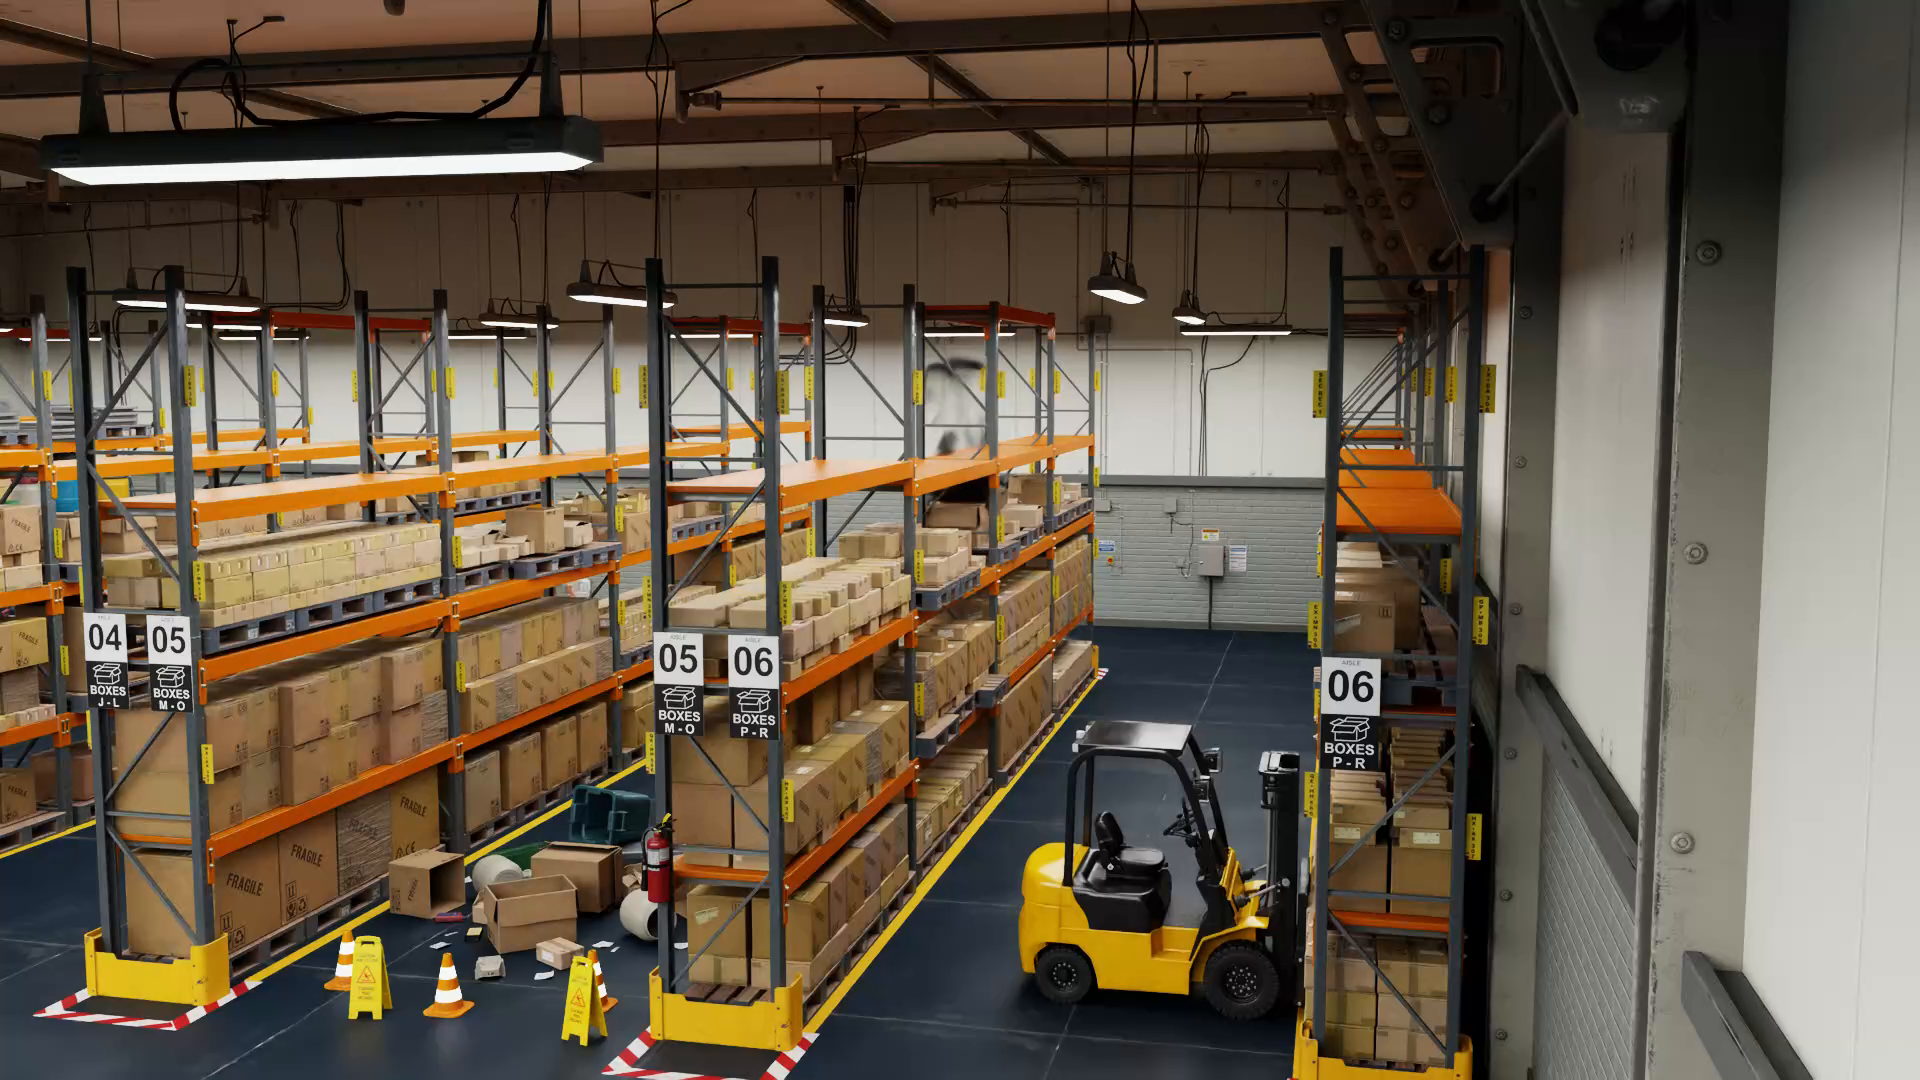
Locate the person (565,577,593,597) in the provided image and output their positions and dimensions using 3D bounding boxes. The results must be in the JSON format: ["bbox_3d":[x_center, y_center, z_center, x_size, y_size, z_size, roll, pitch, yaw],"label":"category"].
[{"bbox_3d":[-7.144,1.139,31.387,0.512,1.748,0.693,2,6,15],"label":"person"}]
